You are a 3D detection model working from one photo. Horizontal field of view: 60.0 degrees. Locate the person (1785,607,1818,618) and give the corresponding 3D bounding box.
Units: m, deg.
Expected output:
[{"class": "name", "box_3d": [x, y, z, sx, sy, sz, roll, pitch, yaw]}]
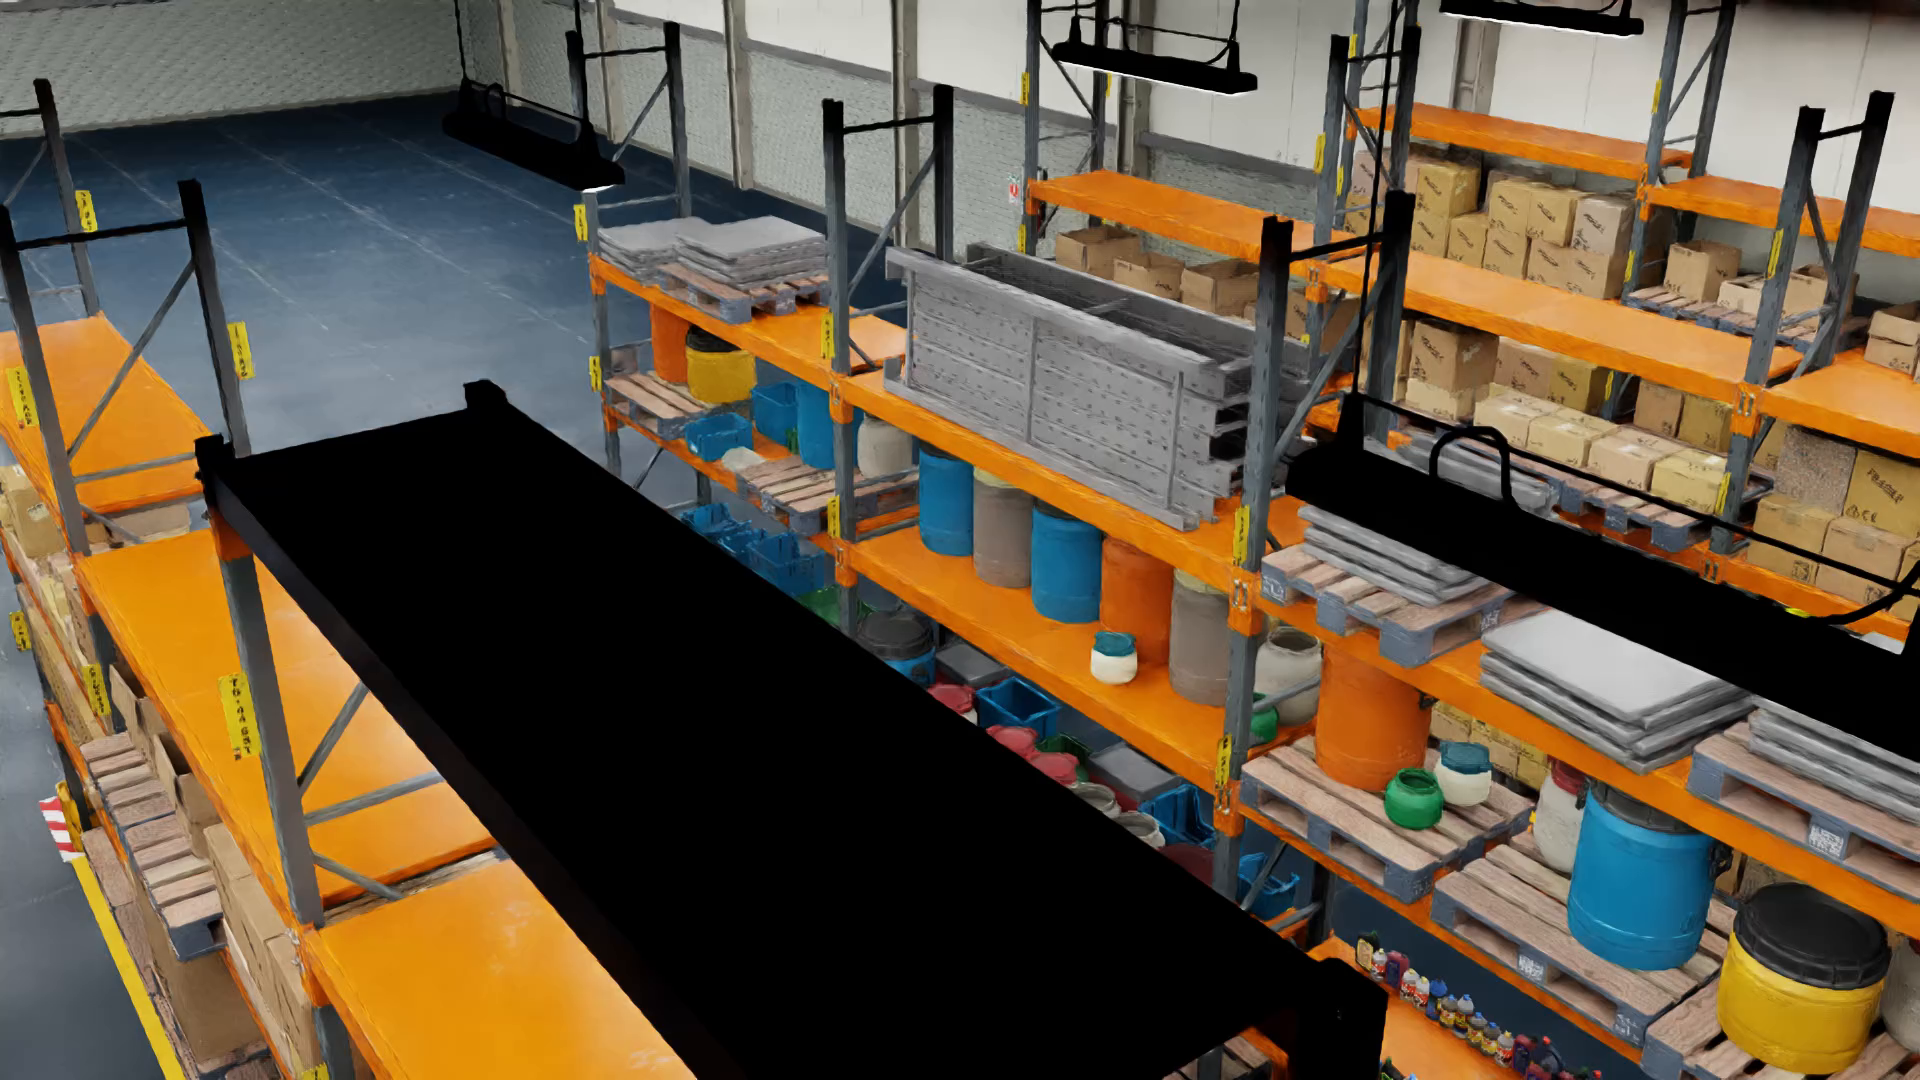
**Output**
[{"class": "person", "box_3d": [7.117, 1.343, 14.057, 0.719, 1.714, 0.578, -18, 31, -34]}]
